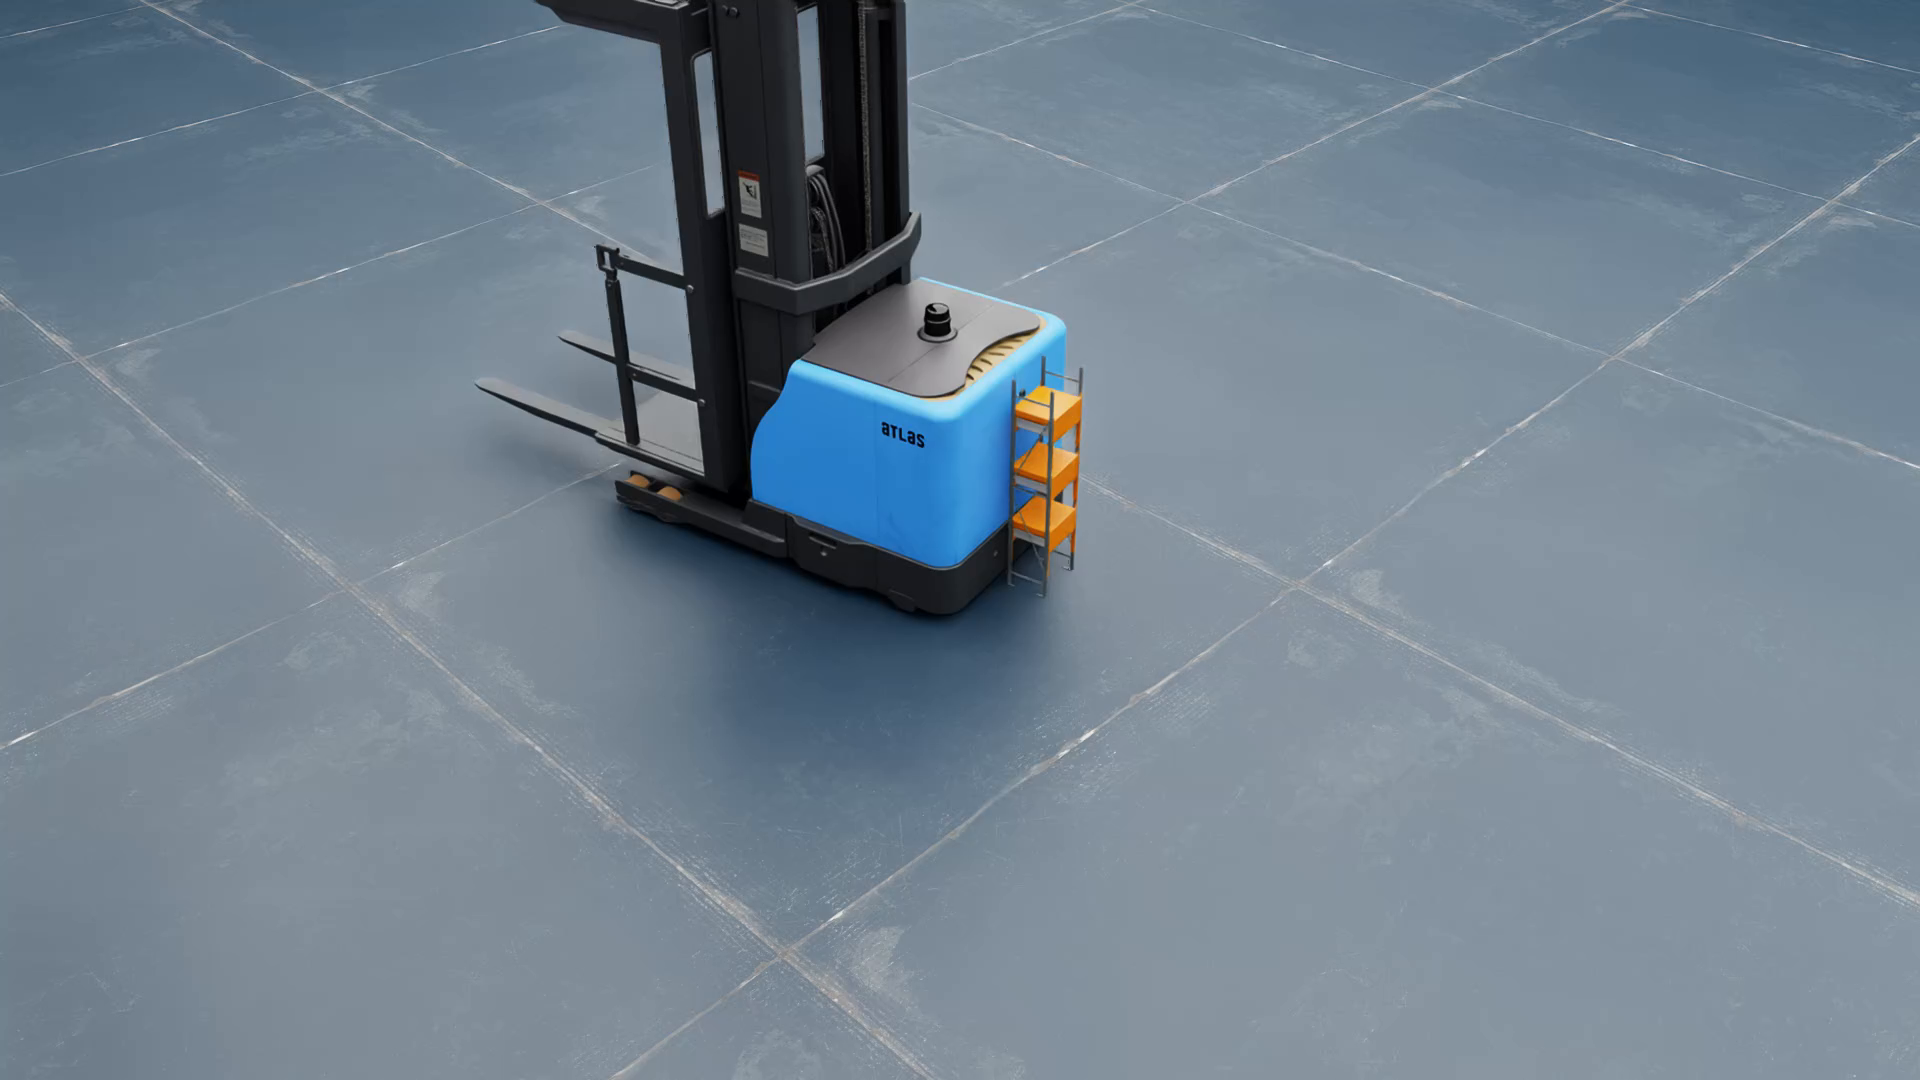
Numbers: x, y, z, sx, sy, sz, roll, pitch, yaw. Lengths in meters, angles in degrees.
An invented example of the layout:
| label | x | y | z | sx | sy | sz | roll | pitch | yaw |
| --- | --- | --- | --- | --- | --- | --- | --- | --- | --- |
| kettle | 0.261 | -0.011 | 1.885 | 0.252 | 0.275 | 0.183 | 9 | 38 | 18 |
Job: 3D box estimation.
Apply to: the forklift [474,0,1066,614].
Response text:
| label | x | y | z | sx | sy | sz | roll | pitch | yaw |
| --- | --- | --- | --- | --- | --- | --- | --- | --- | --- |
| forklift | -1.036 | -1.518 | 7.365 | 3.031 | 2.935 | 1.130 | 20 | 40 | 26 |

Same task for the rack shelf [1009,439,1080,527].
| label | x | y | z | sx | sy | sz | roll | pitch | yaw |
| --- | --- | --- | --- | --- | --- | --- | --- | --- | --- |
| rack shelf | 0.365 | -0.252 | 7.212 | 0.215 | 0.259 | 0.240 | 20 | 40 | 26 |

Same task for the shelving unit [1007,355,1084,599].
| label | x | y | z | sx | sy | sz | roll | pitch | yaw |
| --- | --- | --- | --- | --- | --- | --- | --- | --- | --- |
| shelving unit | 0.365 | -0.260 | 7.205 | 0.215 | 1.050 | 0.252 | 20 | 40 | 26 |

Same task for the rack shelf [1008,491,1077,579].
| label | x | y | z | sx | sy | sz | roll | pitch | yaw |
| --- | --- | --- | --- | --- | --- | --- | --- | --- | --- |
| rack shelf | 0.365 | -0.024 | 7.371 | 0.215 | 0.259 | 0.240 | 20 | 40 | 26 |

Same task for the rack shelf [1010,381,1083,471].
| label | x | y | z | sx | sy | sz | roll | pitch | yaw |
| --- | --- | --- | --- | --- | --- | --- | --- | --- | --- |
| rack shelf | 0.365 | -0.484 | 7.049 | 0.215 | 0.259 | 0.240 | 20 | 40 | 26 |

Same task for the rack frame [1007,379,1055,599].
| label | x | y | z | sx | sy | sz | roll | pitch | yaw |
| --- | --- | --- | --- | --- | --- | --- | --- | --- | --- |
| rack frame | 0.299 | -0.202 | 7.121 | 0.200 | 1.050 | 0.008 | 20 | 40 | 26 |

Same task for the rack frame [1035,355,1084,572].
| label | x | y | z | sx | sy | sz | roll | pitch | yaw |
| --- | --- | --- | --- | --- | --- | --- | --- | --- | --- |
| rack frame | 0.431 | -0.319 | 7.290 | 0.200 | 1.050 | 0.008 | 20 | 40 | 26 |
